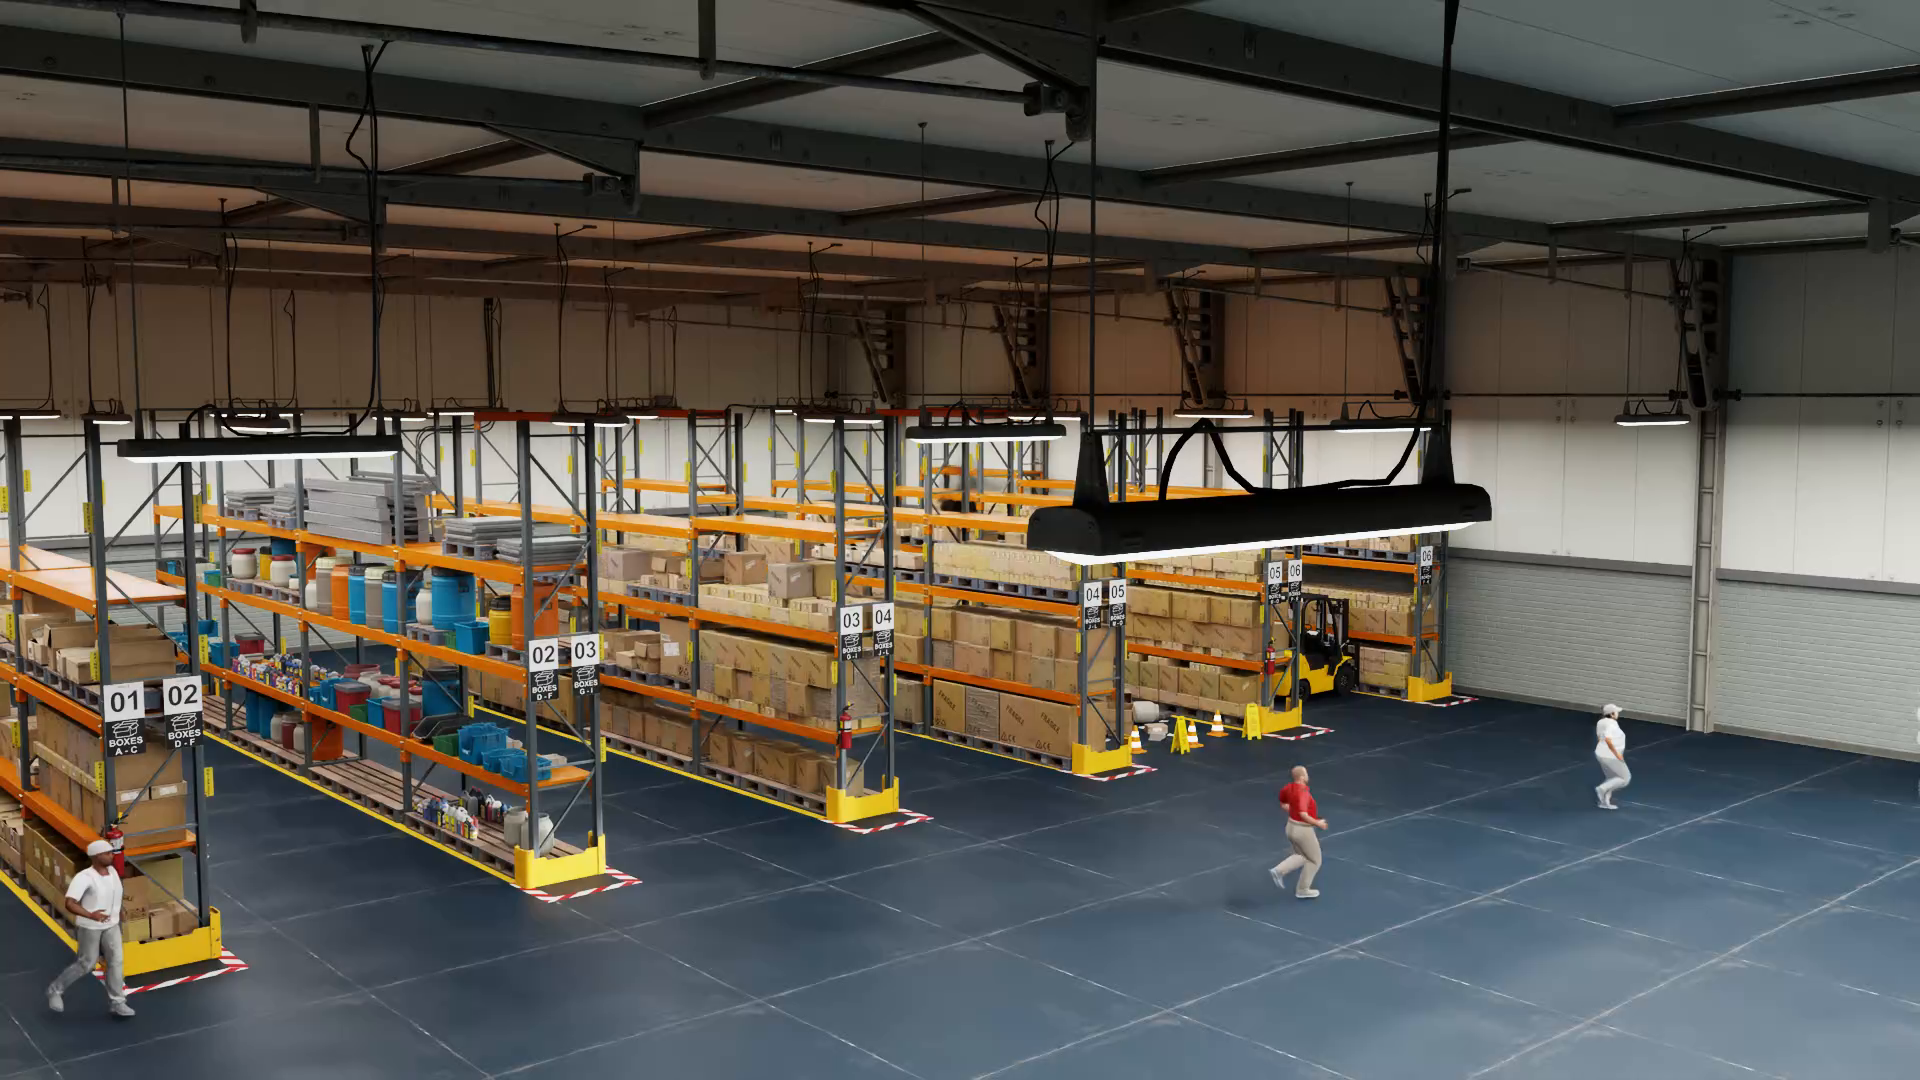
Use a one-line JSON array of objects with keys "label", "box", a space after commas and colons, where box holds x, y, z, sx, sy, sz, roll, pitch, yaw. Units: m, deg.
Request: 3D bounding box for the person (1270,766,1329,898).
[{"label": "person", "box": [4.258, 3.659, 20.867, 0.608, 1.672, 0.661, -1, 5, -16]}]

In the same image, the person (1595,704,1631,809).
[{"label": "person", "box": [9.924, 3.303, 25.340, 0.547, 1.624, 0.607, 0, 5, -4]}]

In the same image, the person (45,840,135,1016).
[{"label": "person", "box": [-8.800, 3.951, 17.051, 0.971, 1.736, 0.762, 1, 5, 15]}]
